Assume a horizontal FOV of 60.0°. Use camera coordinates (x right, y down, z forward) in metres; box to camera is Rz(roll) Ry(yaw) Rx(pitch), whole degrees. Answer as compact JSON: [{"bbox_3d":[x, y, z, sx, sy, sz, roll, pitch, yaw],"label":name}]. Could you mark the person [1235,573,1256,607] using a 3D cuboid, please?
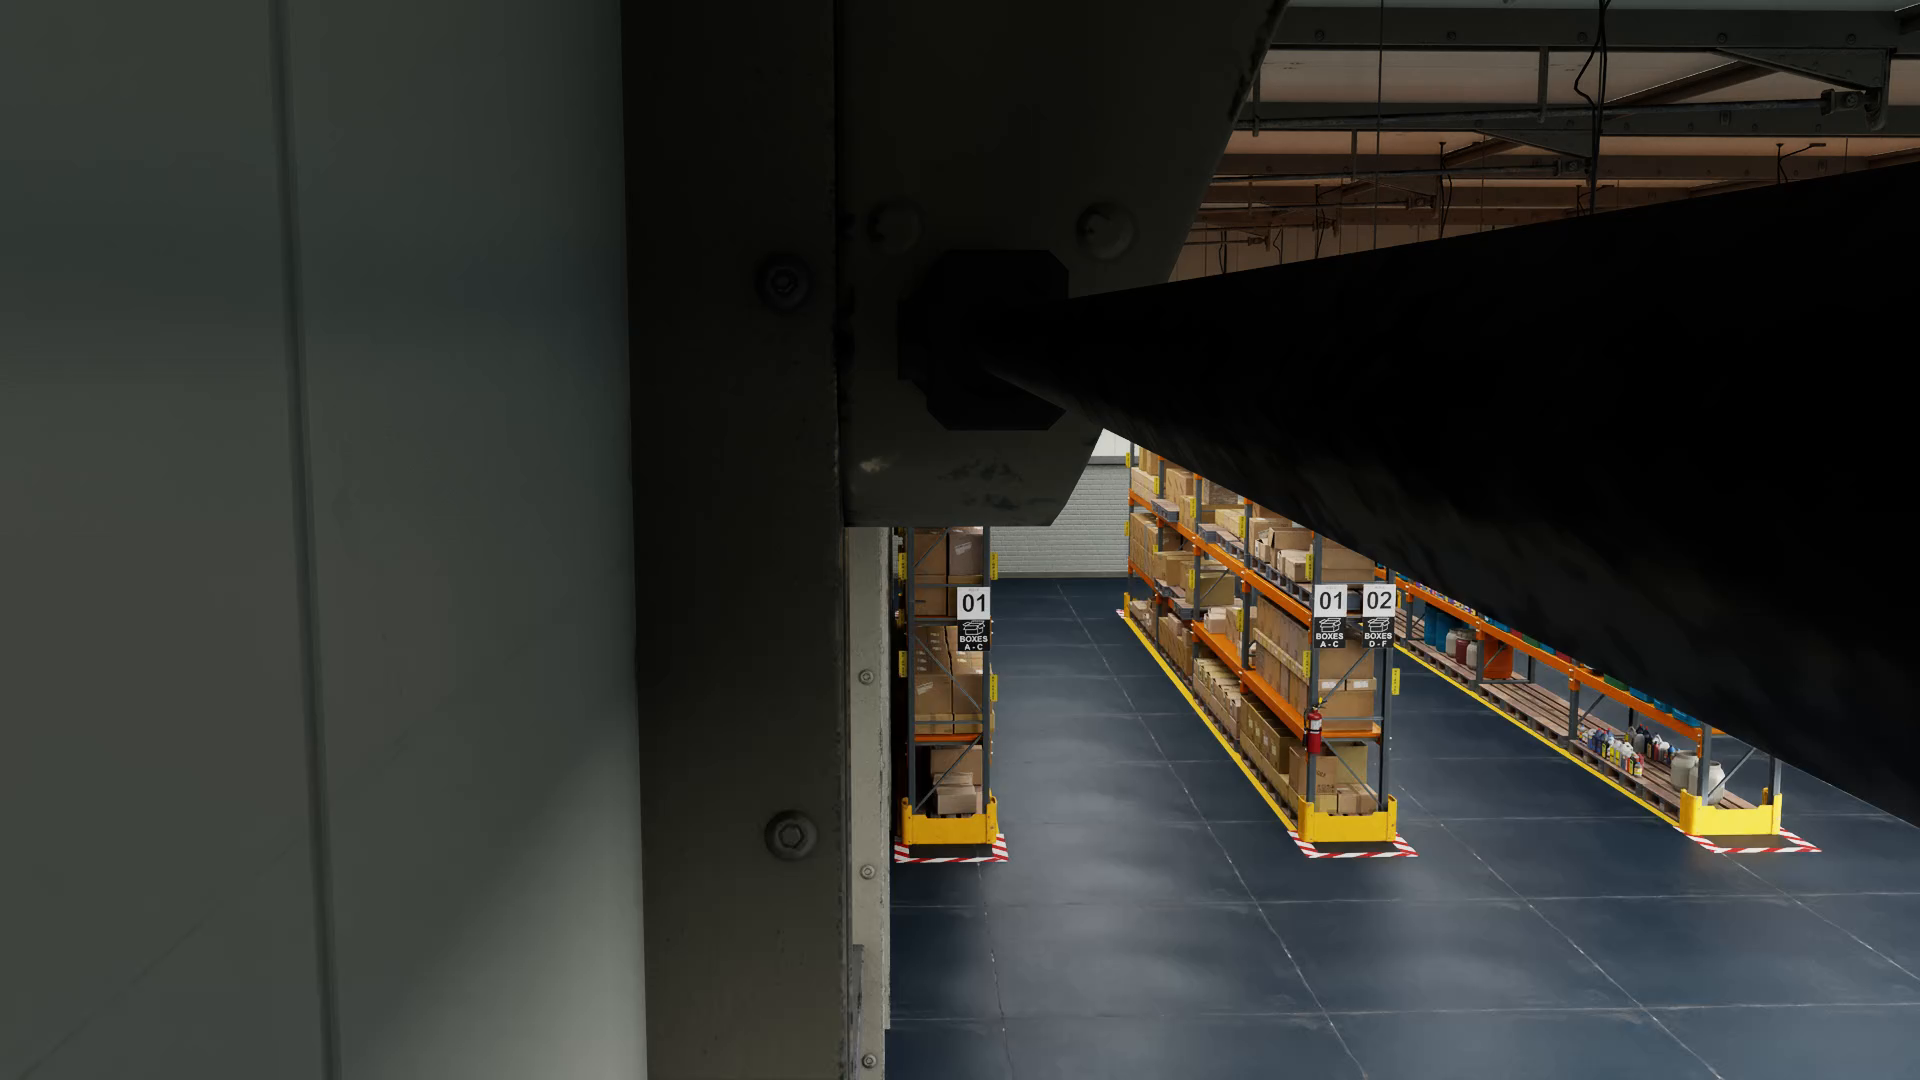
[{"bbox_3d":[6.109,0.986,35.619,0.506,1.680,0.671,0,7,1],"label":"person"}]
